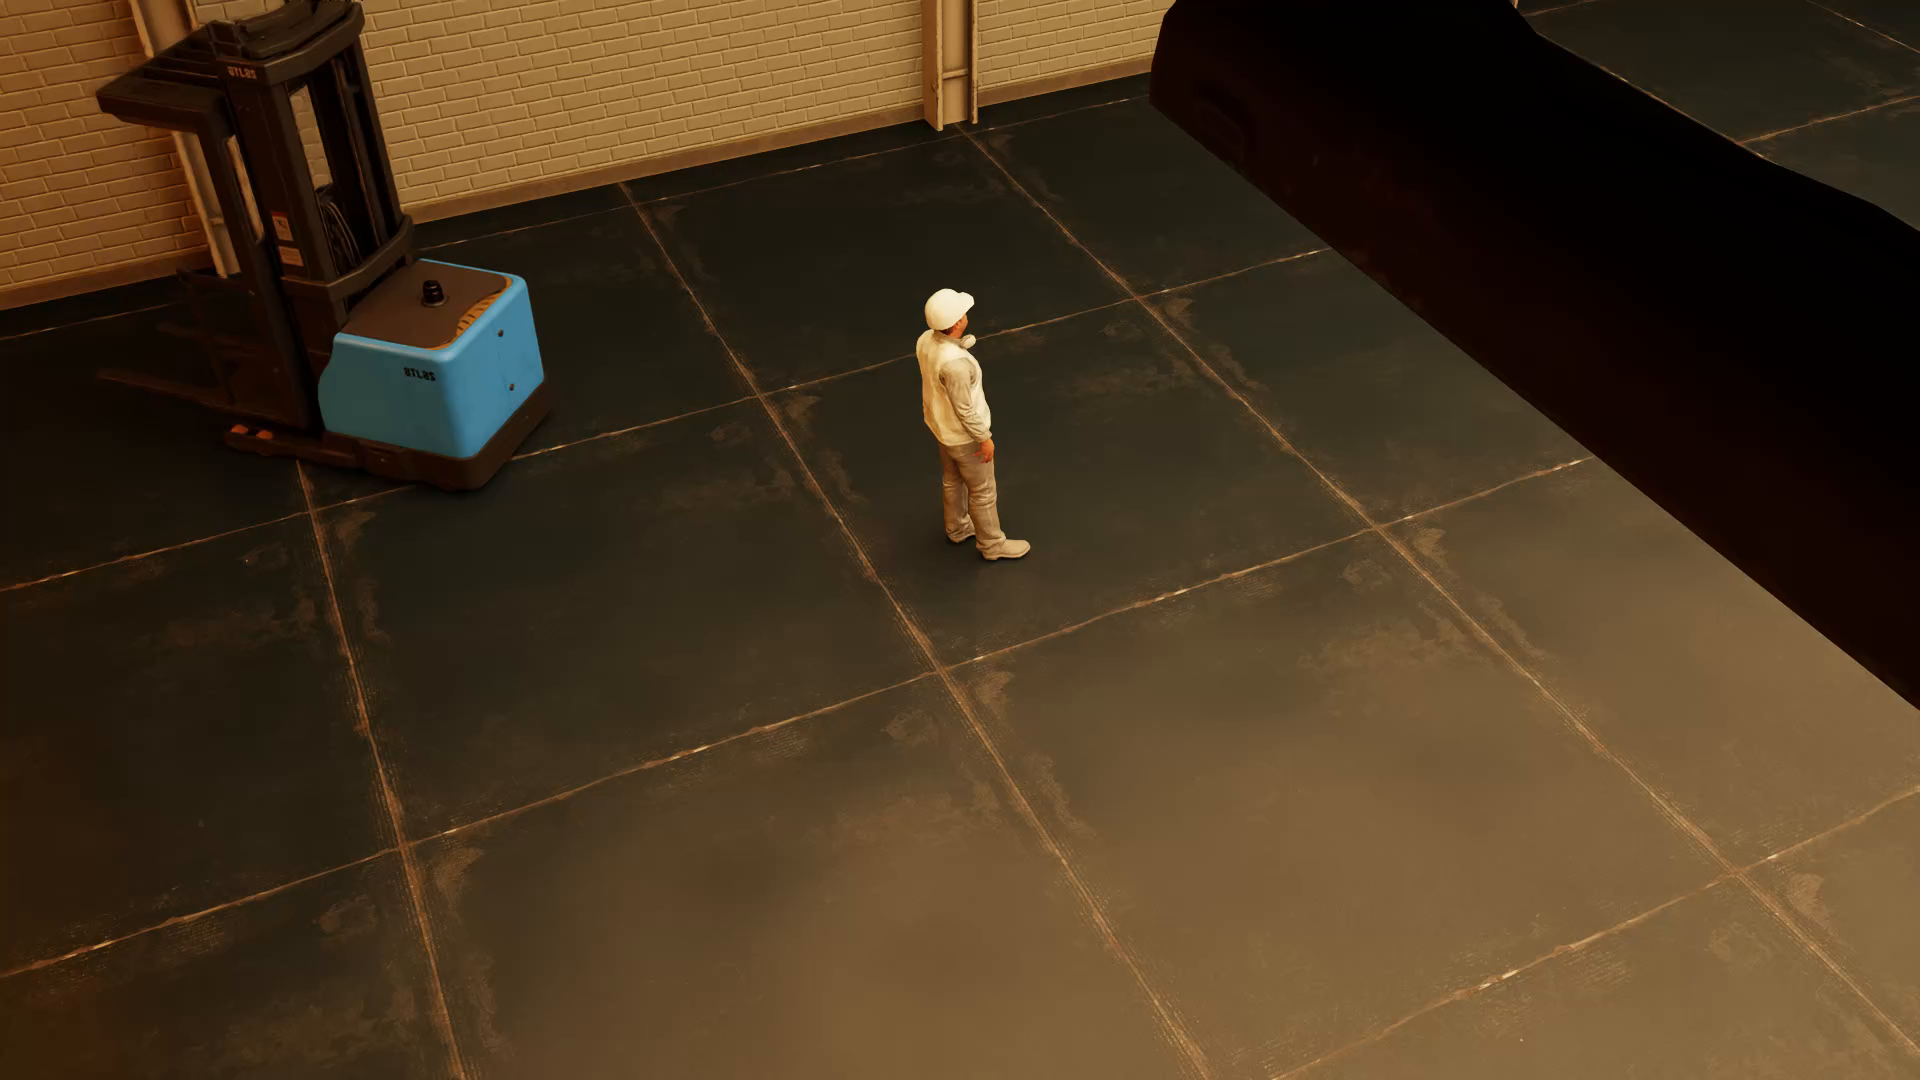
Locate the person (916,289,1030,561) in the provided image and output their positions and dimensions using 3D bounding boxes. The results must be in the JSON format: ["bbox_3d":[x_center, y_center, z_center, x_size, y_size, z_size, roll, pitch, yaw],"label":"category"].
[{"bbox_3d":[0.059,-0.699,9.745,0.568,1.773,0.632,-17,43,-19],"label":"person"}]

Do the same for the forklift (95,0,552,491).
[{"bbox_3d":[-4.337,-1.989,10.400,3.031,2.935,1.130,12,41,14],"label":"forklift"}]
